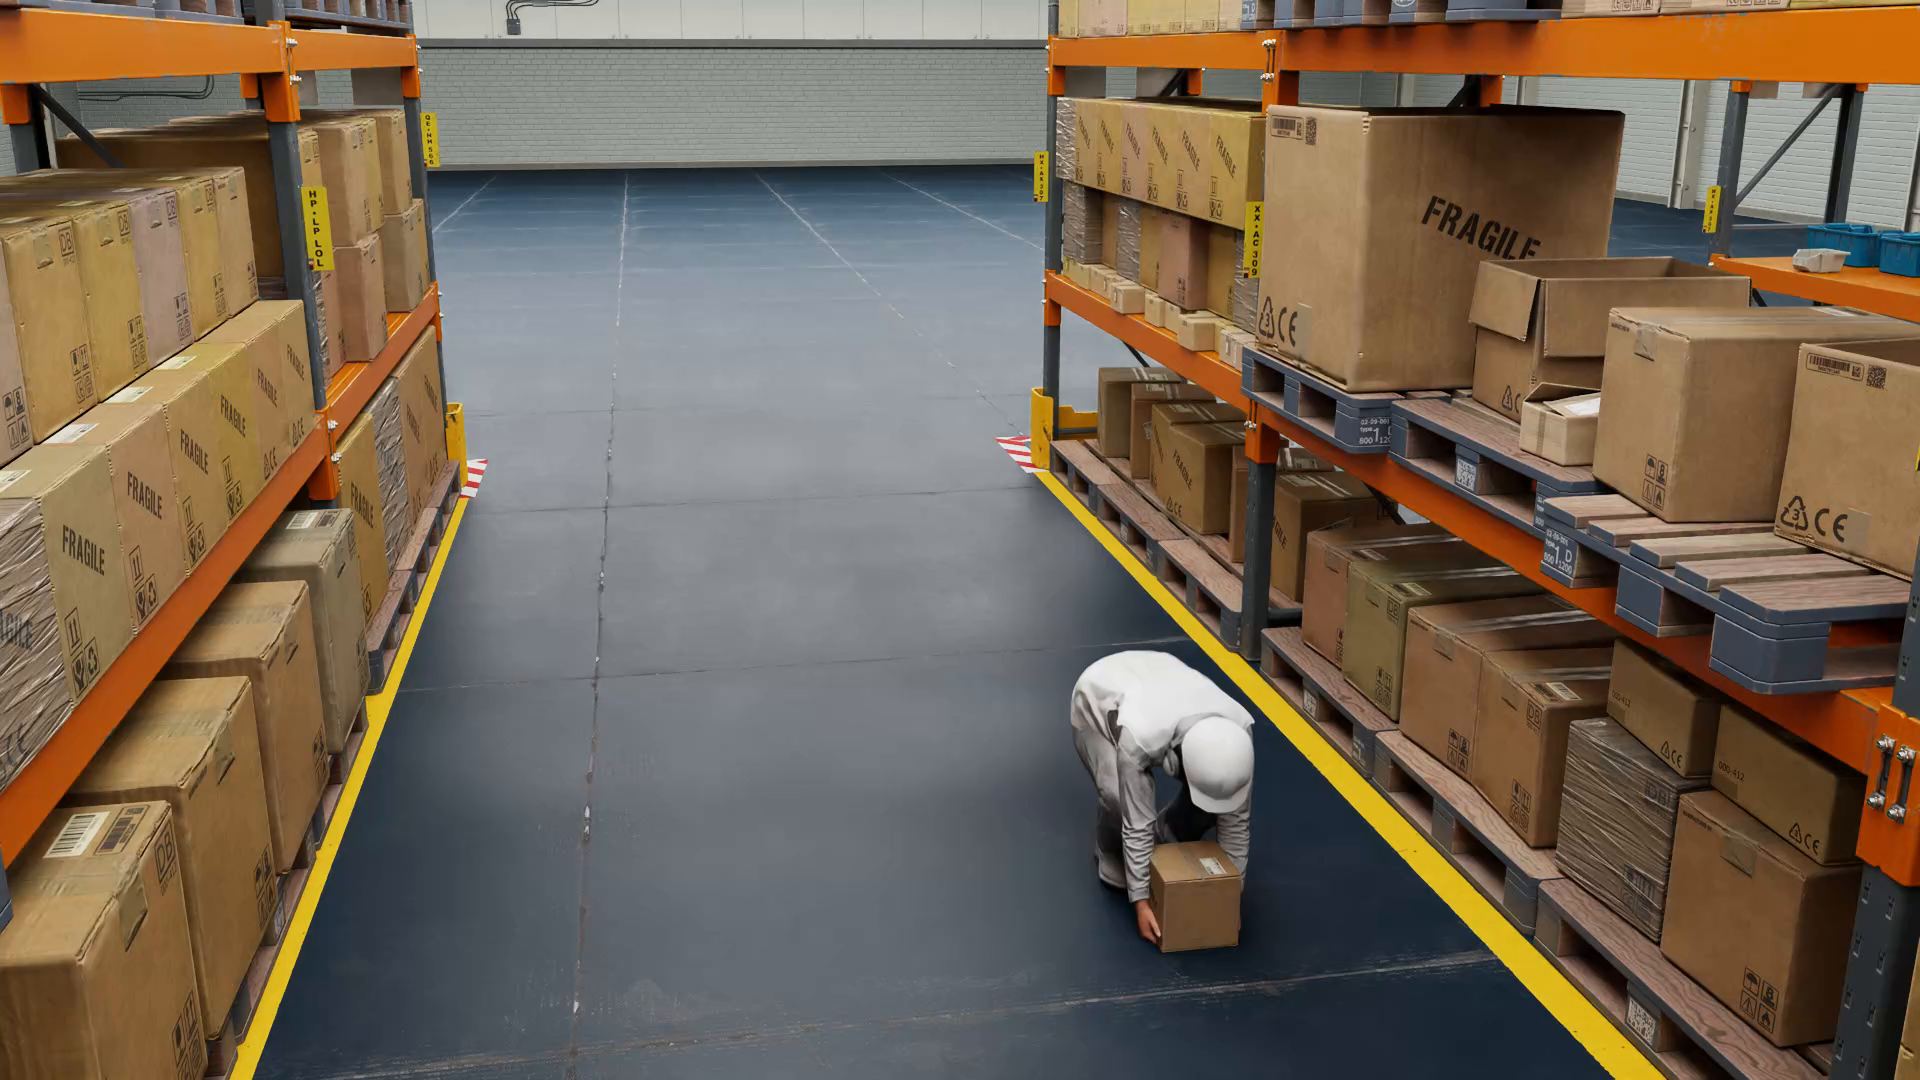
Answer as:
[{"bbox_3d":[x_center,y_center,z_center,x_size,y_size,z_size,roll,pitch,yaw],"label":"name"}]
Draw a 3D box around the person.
[{"bbox_3d":[4.027,-1.873,5.710,7.332,5.813,11.426,-3,17,-12],"label":"person"}]
